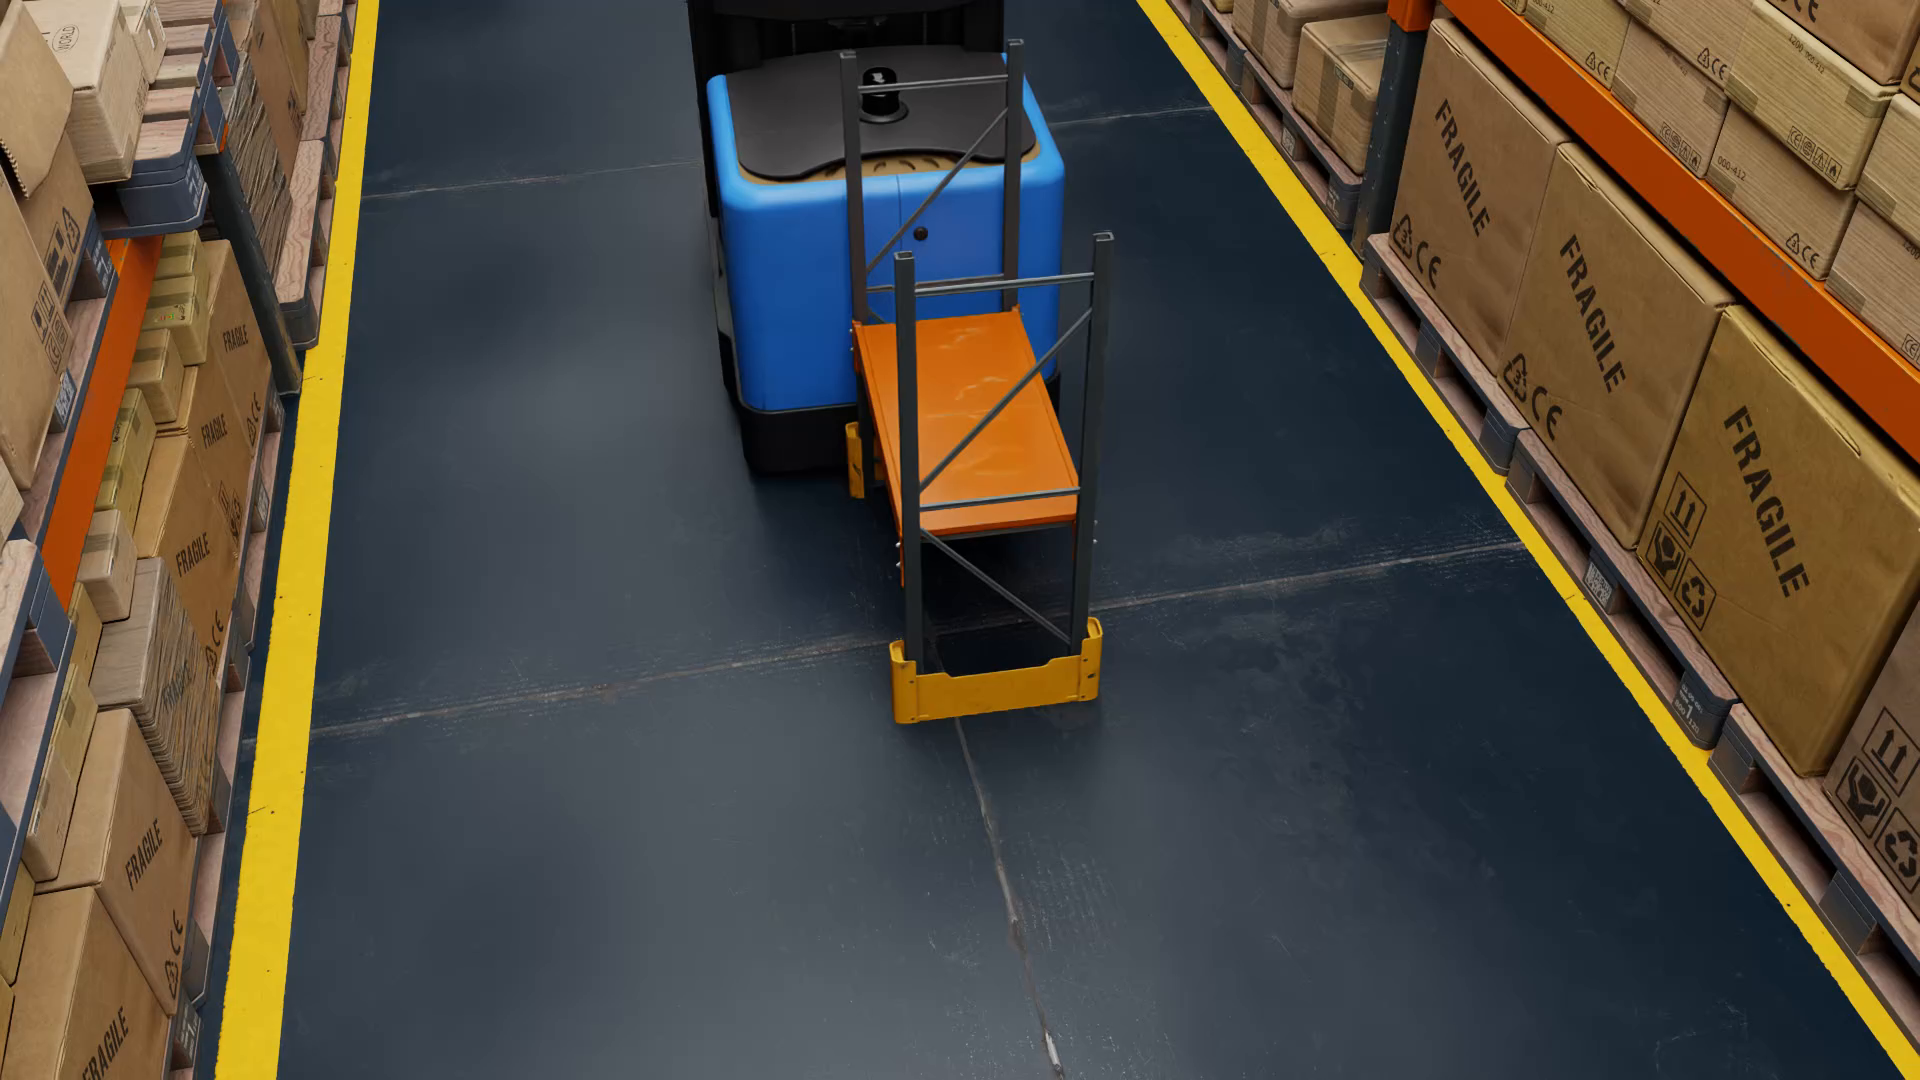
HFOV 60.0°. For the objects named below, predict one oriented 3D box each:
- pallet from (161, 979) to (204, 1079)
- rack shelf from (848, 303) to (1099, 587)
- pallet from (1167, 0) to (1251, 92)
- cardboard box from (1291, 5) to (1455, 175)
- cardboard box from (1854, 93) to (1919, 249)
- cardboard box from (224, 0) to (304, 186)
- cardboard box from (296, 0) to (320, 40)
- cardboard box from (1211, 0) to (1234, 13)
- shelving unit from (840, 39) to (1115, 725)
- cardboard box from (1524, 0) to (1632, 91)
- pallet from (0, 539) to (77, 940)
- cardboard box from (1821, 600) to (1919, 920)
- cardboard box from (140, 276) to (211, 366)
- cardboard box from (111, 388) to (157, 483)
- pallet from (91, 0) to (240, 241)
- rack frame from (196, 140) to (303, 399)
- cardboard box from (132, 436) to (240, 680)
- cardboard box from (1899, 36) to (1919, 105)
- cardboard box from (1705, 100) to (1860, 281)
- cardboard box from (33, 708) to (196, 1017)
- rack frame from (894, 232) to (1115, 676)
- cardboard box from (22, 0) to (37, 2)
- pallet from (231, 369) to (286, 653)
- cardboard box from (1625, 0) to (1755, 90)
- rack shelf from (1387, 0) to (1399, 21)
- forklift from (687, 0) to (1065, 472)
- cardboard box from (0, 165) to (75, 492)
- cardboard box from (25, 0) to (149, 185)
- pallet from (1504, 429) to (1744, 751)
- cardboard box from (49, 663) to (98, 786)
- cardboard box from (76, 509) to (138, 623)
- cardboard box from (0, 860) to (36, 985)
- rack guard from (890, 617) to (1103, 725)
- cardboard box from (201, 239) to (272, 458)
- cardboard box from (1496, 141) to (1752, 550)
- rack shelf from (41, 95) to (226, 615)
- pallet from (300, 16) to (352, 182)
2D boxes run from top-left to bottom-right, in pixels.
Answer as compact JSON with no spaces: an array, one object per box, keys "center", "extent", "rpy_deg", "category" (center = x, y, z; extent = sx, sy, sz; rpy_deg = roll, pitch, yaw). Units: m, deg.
[{"center":[-2.158,1.520,3.379],"extent":[1.003,0.211,1.213],"rpy_deg":[-8,42,-9],"category":"pallet"},{"center":[0.013,-0.298,4.727],"extent":[0.538,0.185,1.000],"rpy_deg":[-7,42,-7],"category":"rack shelf"},{"center":[1.609,-2.561,7.976],"extent":[1.003,0.211,1.213],"rpy_deg":[-8,42,-9],"category":"pallet"},{"center":[1.924,-1.850,6.738],"extent":[0.950,0.372,0.625],"rpy_deg":[-11,43,-12],"category":"cardboard box"},{"center":[2.335,-0.755,3.577],"extent":[0.500,0.250,0.500],"rpy_deg":[-7,42,-8],"category":"cardboard box"},{"center":[-3.079,-1.692,6.369],"extent":[0.875,0.625,0.625],"rpy_deg":[-7,42,-8],"category":"cardboard box"},{"center":[-3.389,-2.615,7.409],"extent":[0.875,0.625,0.625],"rpy_deg":[-9,42,-10],"category":"cardboard box"},{"center":[1.599,-2.820,7.830],"extent":[0.950,0.372,0.625],"rpy_deg":[-7,42,-8],"category":"cardboard box"},{"center":[0.015,-0.427,4.601],"extent":[0.587,1.500,1.083],"rpy_deg":[-7,42,-7],"category":"shelving unit"},{"center":[2.025,-1.568,4.870],"extent":[0.500,0.250,0.500],"rpy_deg":[-9,42,-11],"category":"cardboard box"},{"center":[-2.012,0.537,2.531],"extent":[1.003,0.211,1.213],"rpy_deg":[-8,42,-9],"category":"pallet"},{"center":[2.688,0.532,3.675],"extent":[0.875,0.875,0.875],"rpy_deg":[-7,42,-8],"category":"cardboard box"},{"center":[-2.366,-0.603,4.748],"extent":[0.380,0.149,0.250],"rpy_deg":[-10,43,-12],"category":"cardboard box"},{"center":[-2.340,-0.248,4.348],"extent":[0.380,0.149,0.250],"rpy_deg":[-7,42,-8],"category":"cardboard box"},{"center":[-2.594,-1.093,4.367],"extent":[1.213,0.211,1.003],"rpy_deg":[-8,42,-9],"category":"pallet"},{"center":[-2.809,-1.594,4.787],"extent":[1.000,3.000,0.127],"rpy_deg":[-8,42,-9],"category":"rack frame"},{"center":[-2.295,0.091,4.454],"extent":[0.500,0.500,0.500],"rpy_deg":[-7,42,-7],"category":"cardboard box"},{"center":[2.349,-1.046,3.340],"extent":[0.500,0.500,0.500],"rpy_deg":[-7,42,-8],"category":"cardboard box"},{"center":[2.242,-0.908,4.126],"extent":[0.500,0.250,0.500],"rpy_deg":[-8,42,-9],"category":"cardboard box"},{"center":[-2.059,0.763,3.698],"extent":[0.500,0.500,0.500],"rpy_deg":[-10,42,-11],"category":"cardboard box"},{"center":[0.101,-0.100,4.233],"extent":[0.500,1.500,0.032],"rpy_deg":[-7,42,-7],"category":"rack frame"},{"center":[-2.667,-1.861,5.200],"extent":[0.500,0.250,0.500],"rpy_deg":[-8,42,-9],"category":"cardboard box"},{"center":[-2.685,-0.062,5.161],"extent":[1.003,0.211,1.213],"rpy_deg":[-8,42,-9],"category":"pallet"},{"center":[2.111,-1.415,4.321],"extent":[0.500,0.250,0.500],"rpy_deg":[-8,42,-9],"category":"cardboard box"},{"center":[1.605,-3.335,7.290],"extent":[1.077,0.370,4.000],"rpy_deg":[-8,42,-9],"category":"rack shelf"},{"center":[-0.432,-2.300,5.633],"extent":[1.130,2.935,3.031],"rpy_deg":[-7,42,-7],"category":"forklift"},{"center":[-2.113,-0.386,3.034],"extent":[0.700,0.500,0.500],"rpy_deg":[-9,42,-10],"category":"cardboard box"},{"center":[-2.266,-1.058,3.979],"extent":[0.500,0.250,0.500],"rpy_deg":[-10,43,-11],"category":"cardboard box"},{"center":[2.393,0.046,5.039],"extent":[1.003,0.211,1.213],"rpy_deg":[-8,42,-9],"category":"pallet"},{"center":[-2.107,0.426,3.589],"extent":[0.380,0.149,0.250],"rpy_deg":[-7,42,-8],"category":"cardboard box"},{"center":[-2.197,0.088,3.969],"extent":[0.380,0.149,0.250],"rpy_deg":[-10,43,-11],"category":"cardboard box"},{"center":[-2.038,0.754,3.219],"extent":[0.380,0.149,0.250],"rpy_deg":[-9,42,-10],"category":"cardboard box"},{"center":[0.101,0.366,4.649],"extent":[0.587,0.250,0.087],"rpy_deg":[-7,42,-7],"category":"rack guard"},{"center":[-2.508,-0.573,5.203],"extent":[0.500,0.500,0.500],"rpy_deg":[-7,42,-8],"category":"cardboard box"},{"center":[2.293,-0.632,4.987],"extent":[0.875,0.875,0.875],"rpy_deg":[-8,42,-9],"category":"cardboard box"},{"center":[-2.378,-0.029,3.565],"extent":[1.077,0.370,4.000],"rpy_deg":[-8,42,-9],"category":"rack shelf"},{"center":[-3.209,-1.880,7.209],"extent":[1.003,0.211,1.213],"rpy_deg":[-8,42,-9],"category":"pallet"}]
